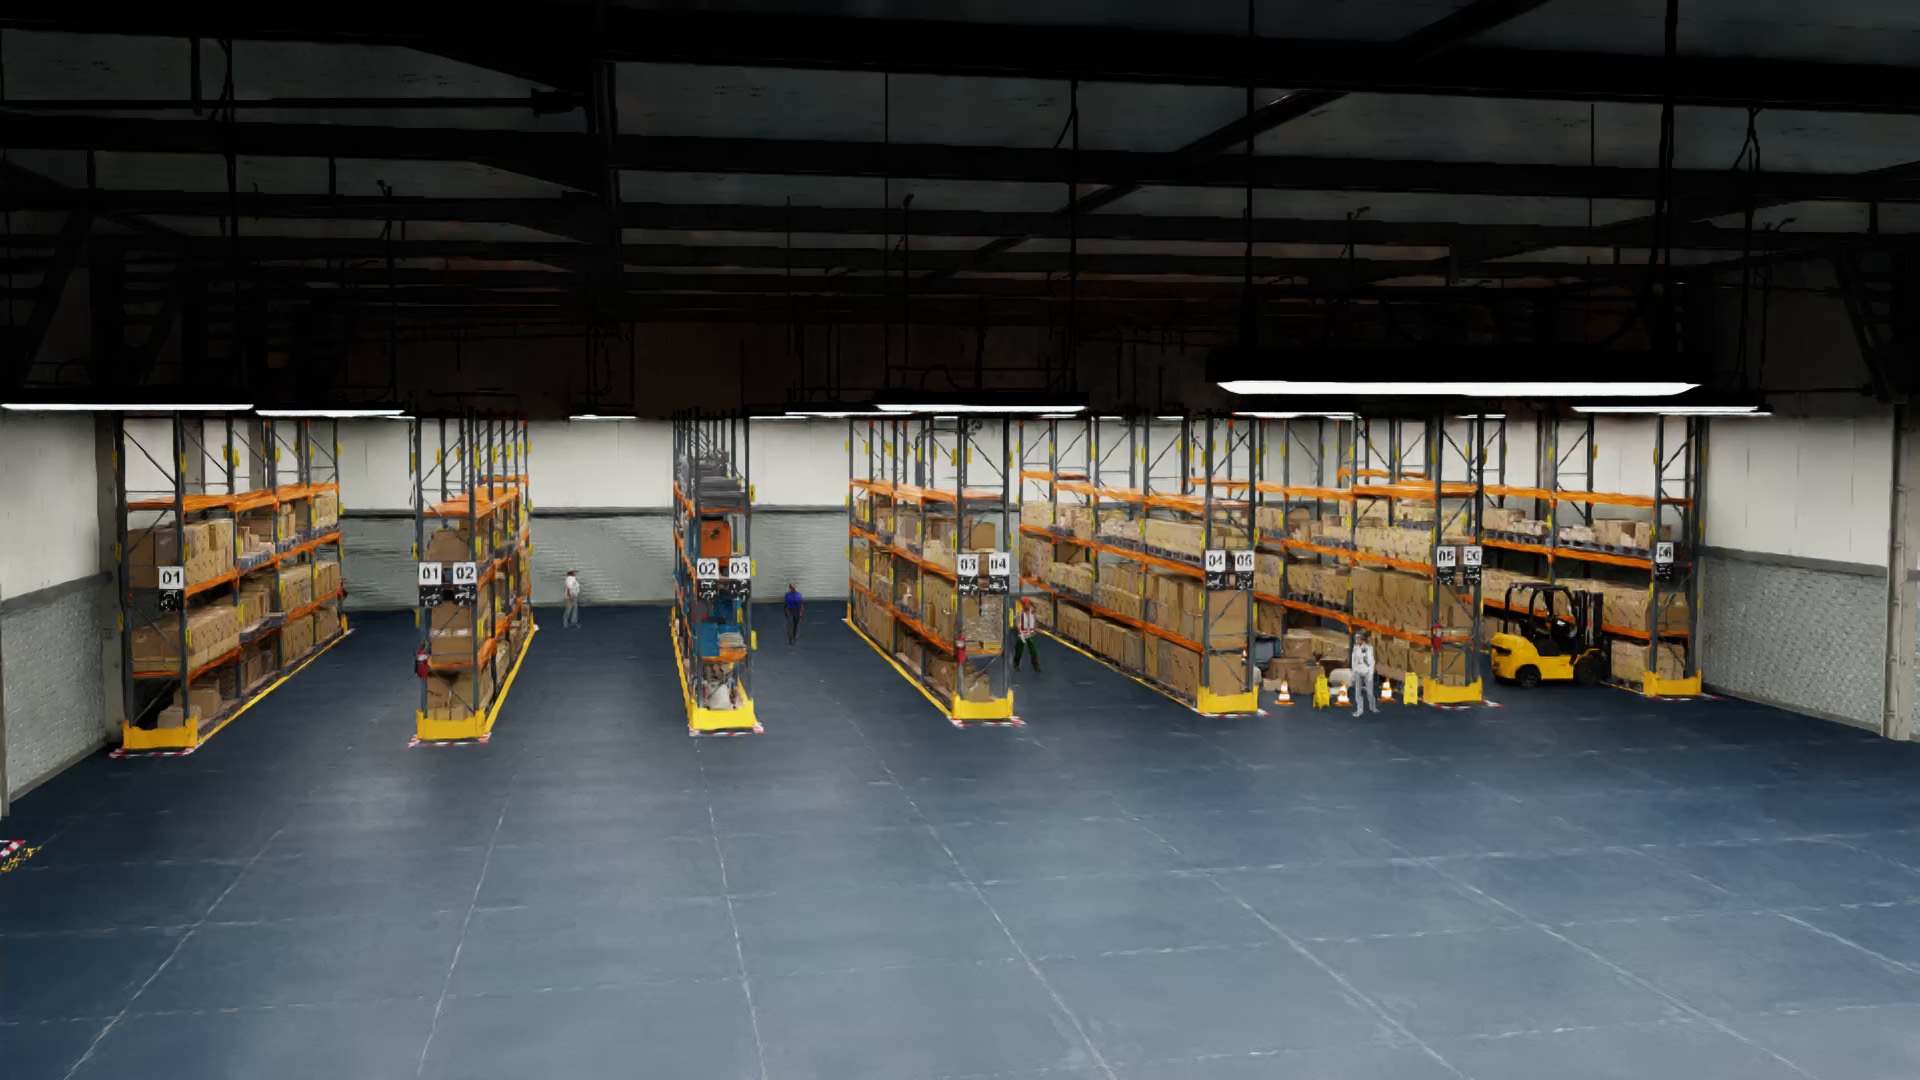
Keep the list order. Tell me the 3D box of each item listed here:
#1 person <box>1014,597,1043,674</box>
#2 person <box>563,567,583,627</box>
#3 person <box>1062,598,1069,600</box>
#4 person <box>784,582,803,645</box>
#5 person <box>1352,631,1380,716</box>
[{"bbox_3d":[1.509,2.160,37.805,0.528,1.727,1.032,-1,4,-20],"label":"person"},{"bbox_3d":[-10.837,1.589,46.381,0.423,1.669,0.601,1,4,10],"label":"person"},{"bbox_3d":[3.547,1.098,53.497,0.511,1.651,0.591,4,6,44],"label":"person"},{"bbox_3d":[-4.281,1.872,42.859,0.463,1.596,0.989,-1,4,-12],"label":"person"},{"bbox_3d":[7.900,2.586,32.461,0.524,1.658,0.581,3,5,40],"label":"person"}]
